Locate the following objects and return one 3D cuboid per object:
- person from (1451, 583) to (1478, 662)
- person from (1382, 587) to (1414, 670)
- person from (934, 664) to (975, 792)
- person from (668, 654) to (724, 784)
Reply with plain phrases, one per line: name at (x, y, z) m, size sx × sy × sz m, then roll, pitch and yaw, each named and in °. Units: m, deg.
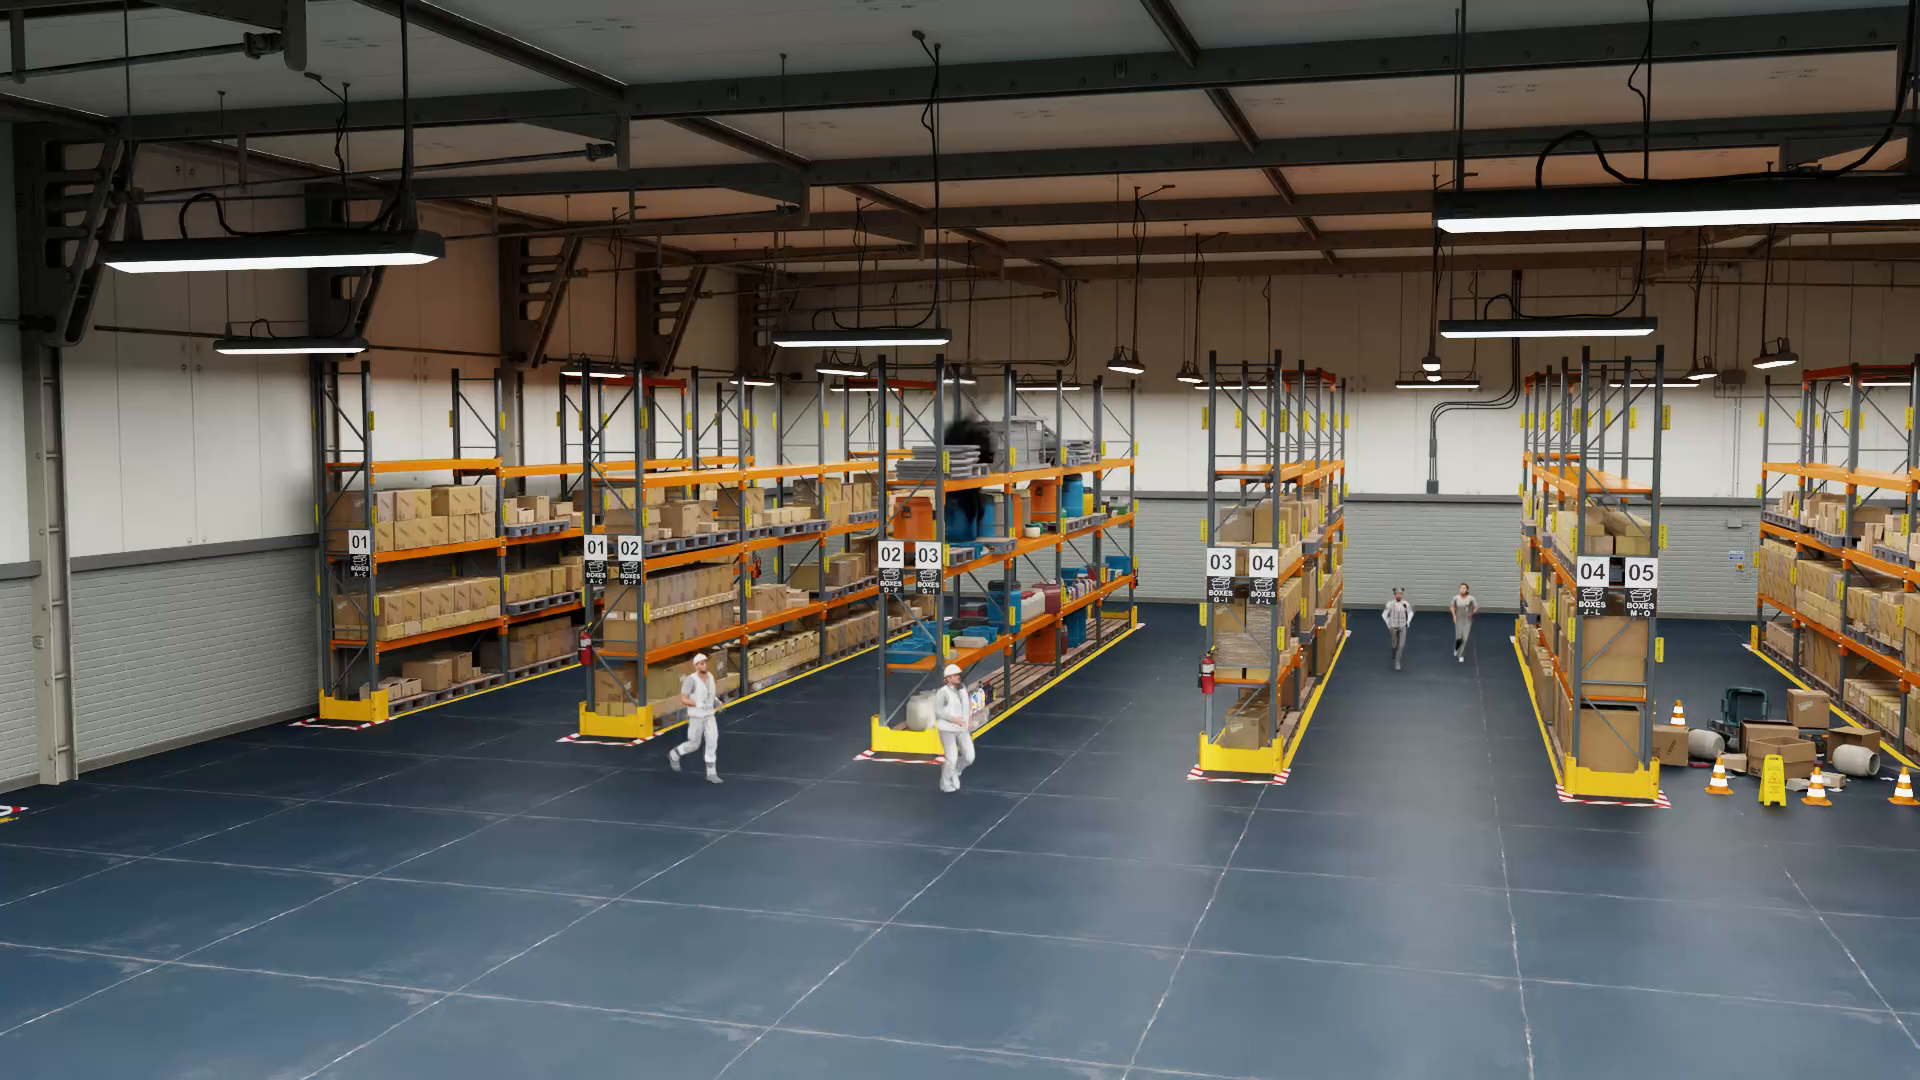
person at (10.501, 1.716, 34.661) m, size 0.555 × 1.637 × 0.581 m, roll 1°, pitch 4°, yaw 20°
person at (8.899, 1.771, 33.777) m, size 0.624 × 1.672 × 0.677 m, roll 1°, pitch 4°, yaw 9°
person at (-0.033, 2.529, 22.320) m, size 0.693 × 1.729 × 0.604 m, roll -3°, pitch 5°, yaw -39°
person at (-3.636, 2.463, 23.157) m, size 0.951 × 1.785 × 0.668 m, roll 4°, pitch 5°, yaw 41°
